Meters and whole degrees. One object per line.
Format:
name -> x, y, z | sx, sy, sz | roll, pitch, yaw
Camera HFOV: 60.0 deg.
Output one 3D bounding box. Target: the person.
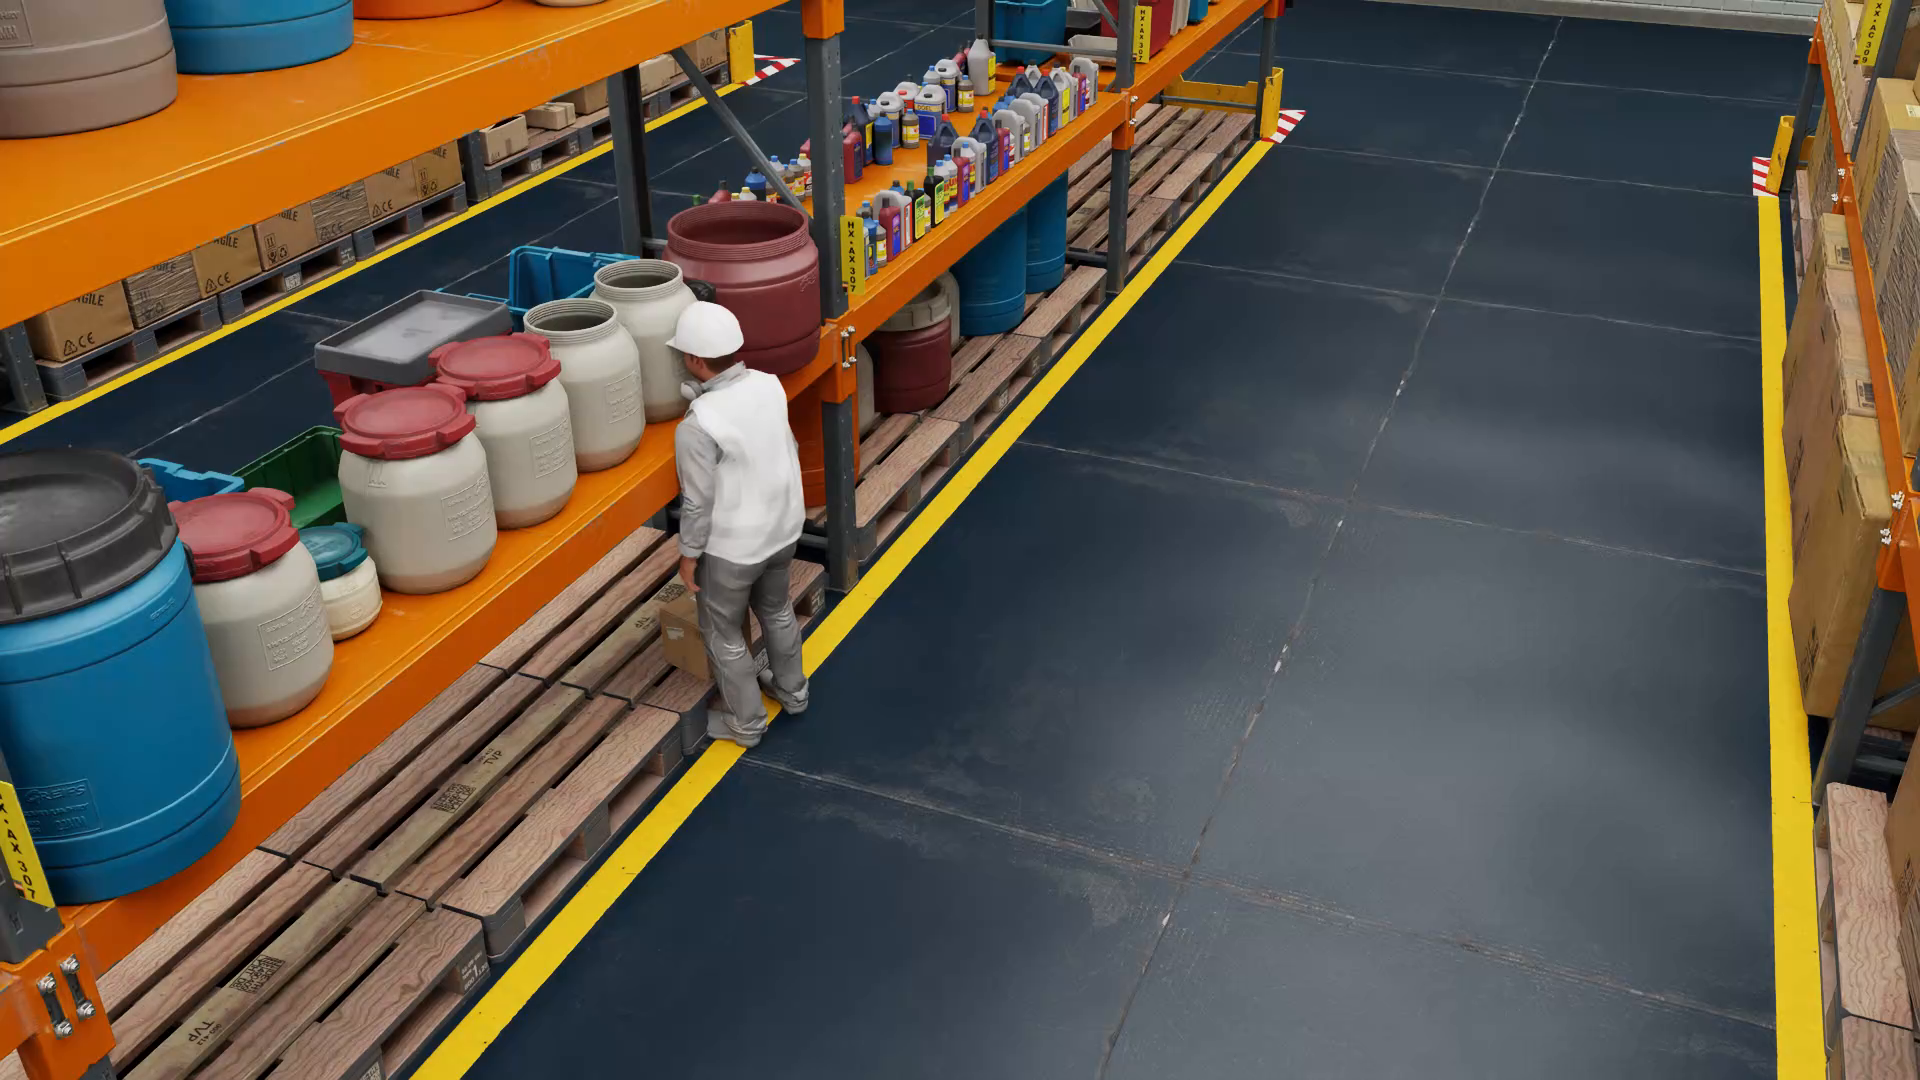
person -> -0.816, -0.042, 6.175 | 0.461, 1.772, 0.584 | 20, 35, 31
